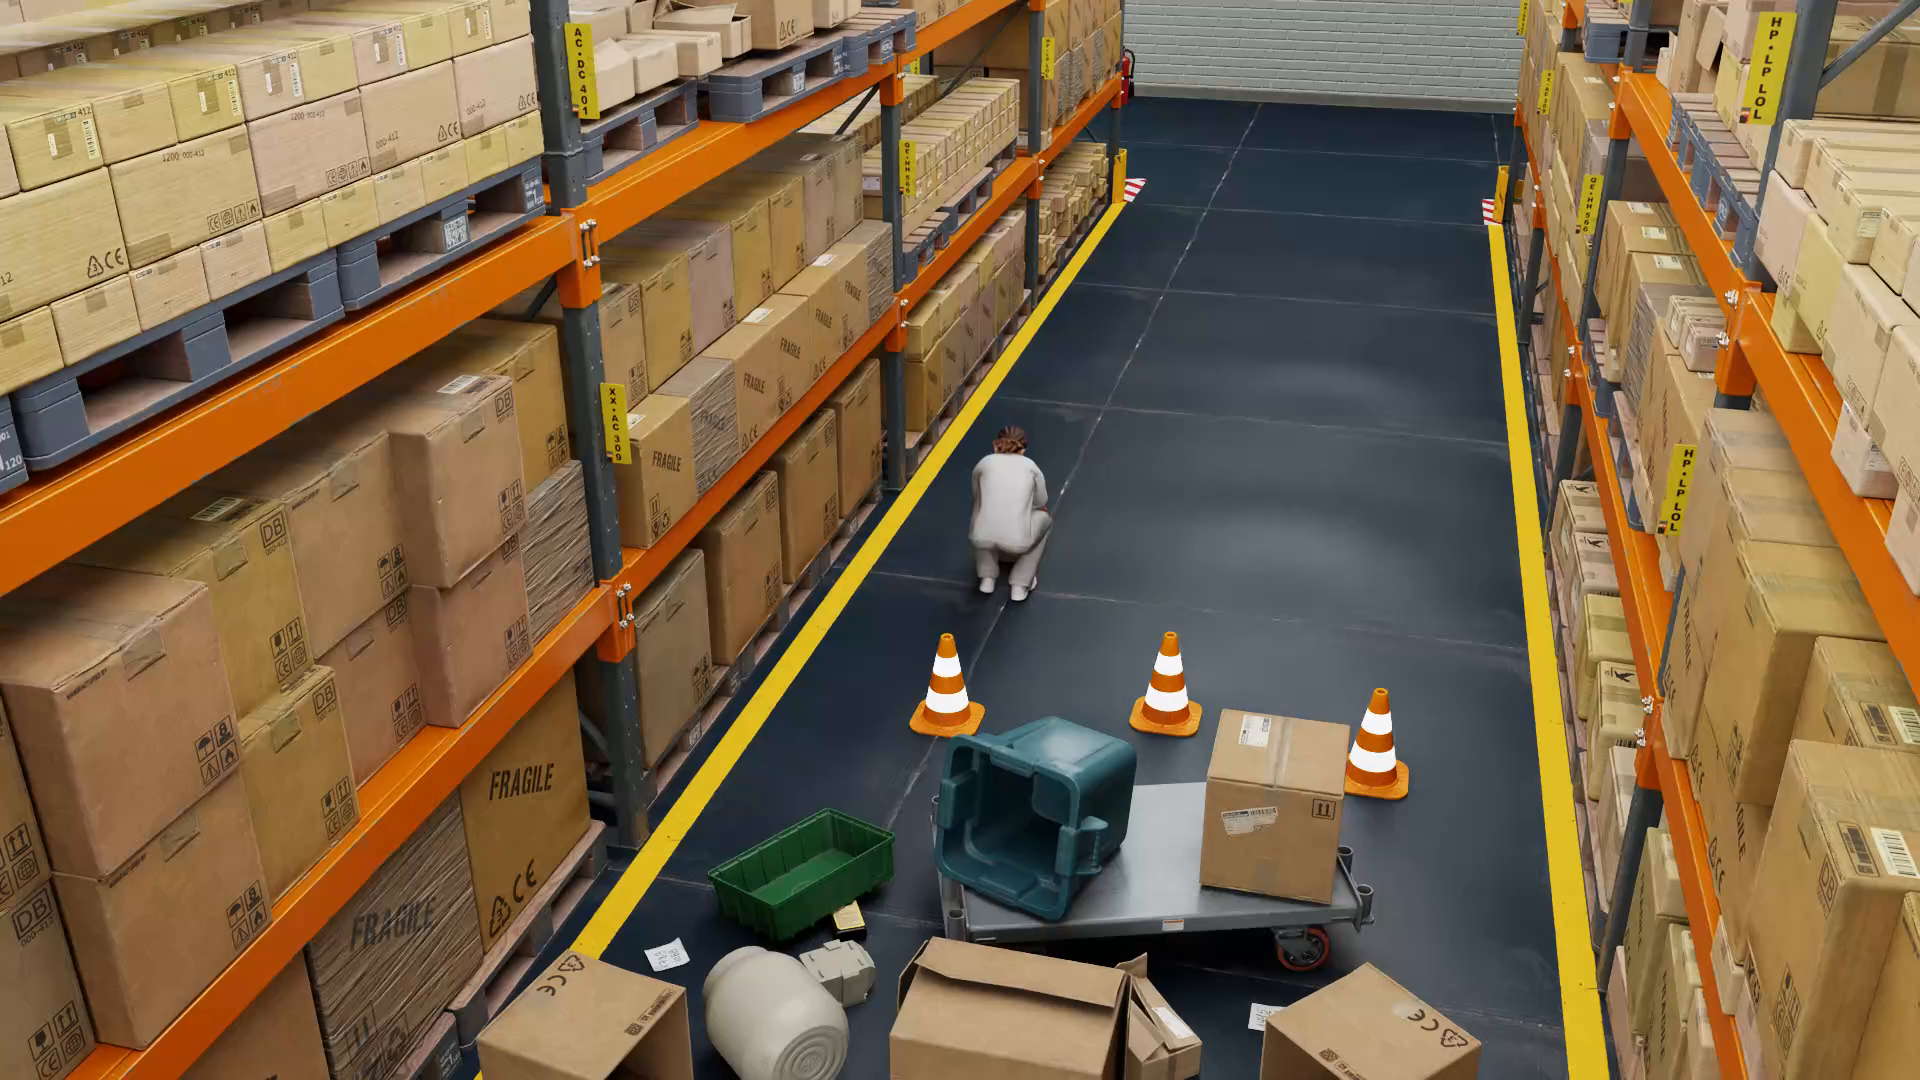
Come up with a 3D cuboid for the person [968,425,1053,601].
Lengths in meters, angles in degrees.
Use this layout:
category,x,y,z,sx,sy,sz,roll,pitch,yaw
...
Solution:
category,x,y,z,sx,sy,sz,roll,pitch,yaw
person,0.270,-0.149,9.422,0.481,0.824,0.800,6,26,13
